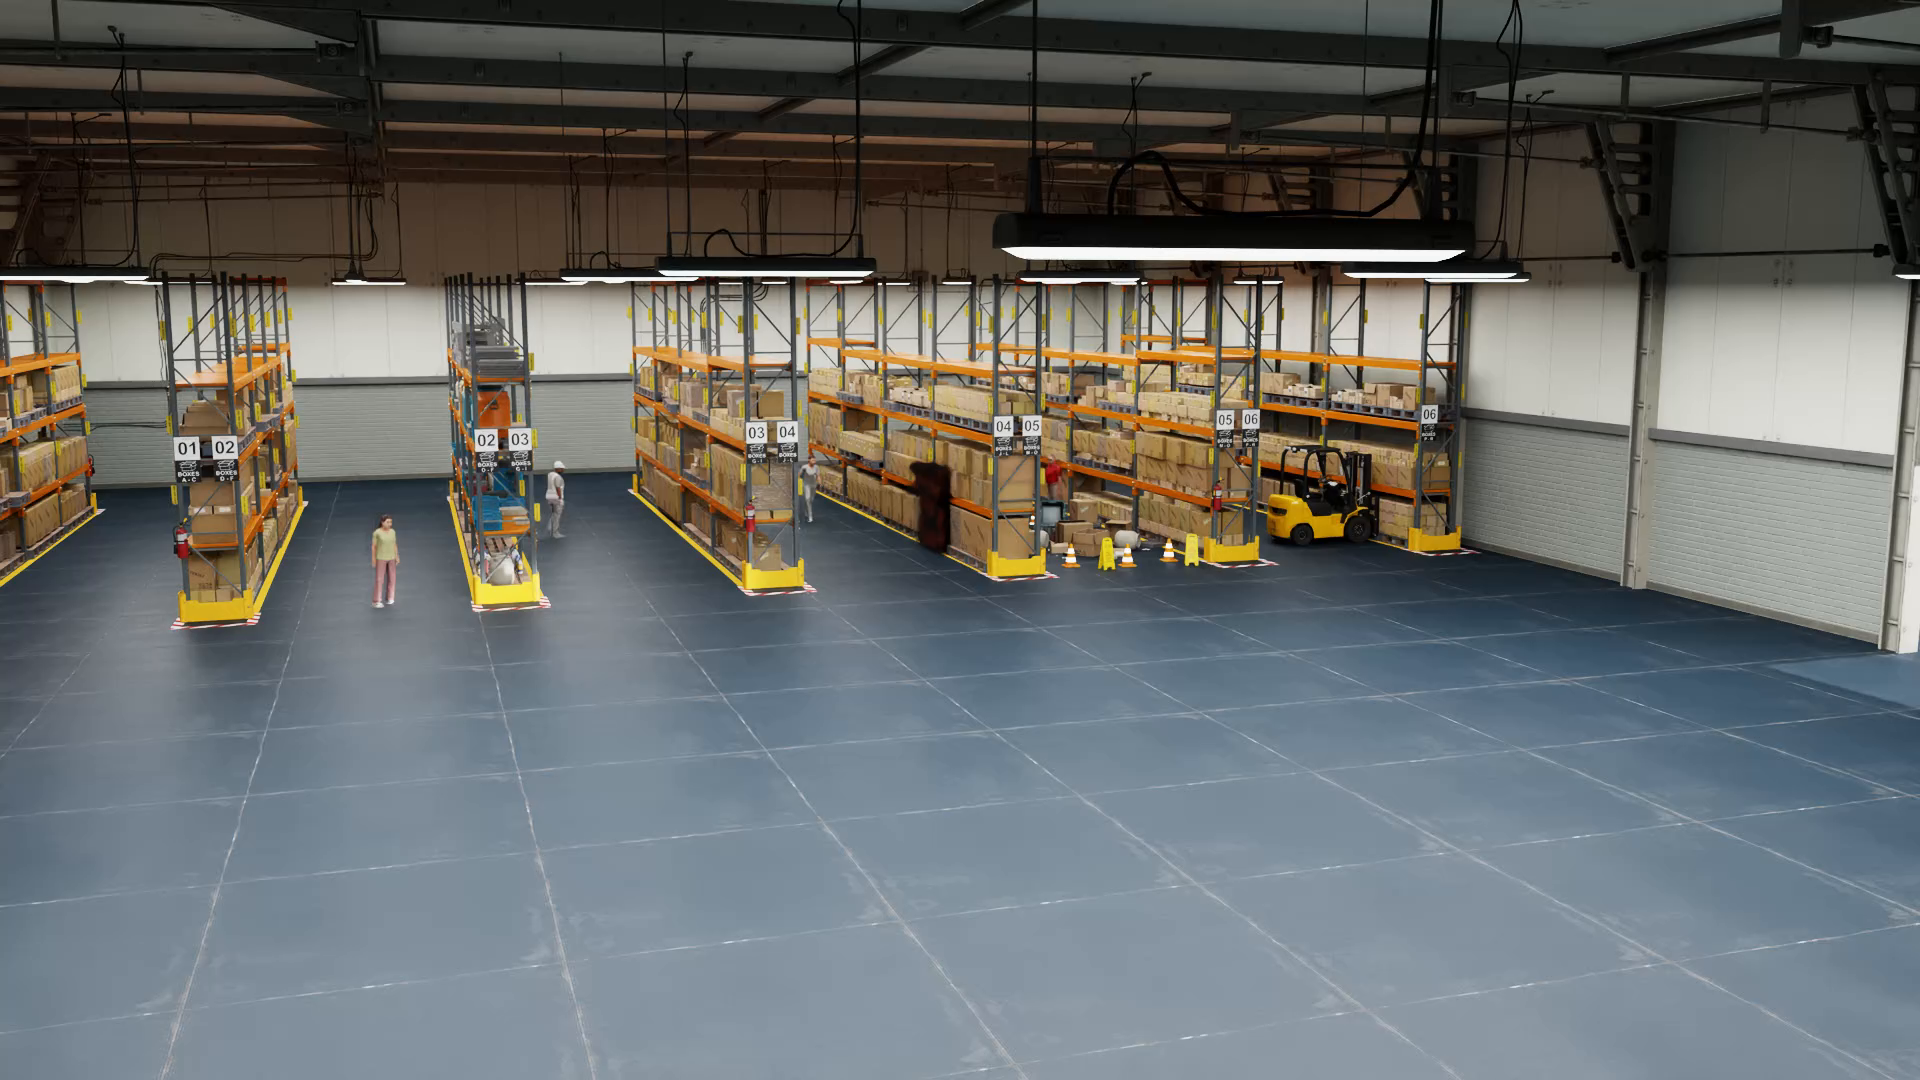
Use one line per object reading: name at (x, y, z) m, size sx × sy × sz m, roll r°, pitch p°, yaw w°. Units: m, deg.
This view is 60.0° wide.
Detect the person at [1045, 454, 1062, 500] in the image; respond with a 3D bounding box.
person at (2.280, -1.239, 40.549) m, size 0.381 × 1.729 × 0.568 m, roll -2°, pitch 9°, yaw -15°

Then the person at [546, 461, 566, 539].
person at (-9.347, -0.923, 38.410) m, size 0.594 × 1.809 × 0.470 m, roll 6°, pitch 10°, yaw 33°

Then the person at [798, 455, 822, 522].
person at (-3.745, -1.316, 41.455) m, size 0.563 × 1.642 × 0.982 m, roll -3°, pitch 9°, yaw -19°

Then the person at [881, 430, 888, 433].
person at (-2.229, -2.391, 48.295) m, size 0.401 × 1.690 × 0.514 m, roll -3°, pitch 9°, yaw -18°

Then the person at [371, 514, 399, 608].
person at (-10.454, 0.394, 30.238) m, size 0.362 × 1.645 × 0.521 m, roll 8°, pitch 11°, yaw 41°
